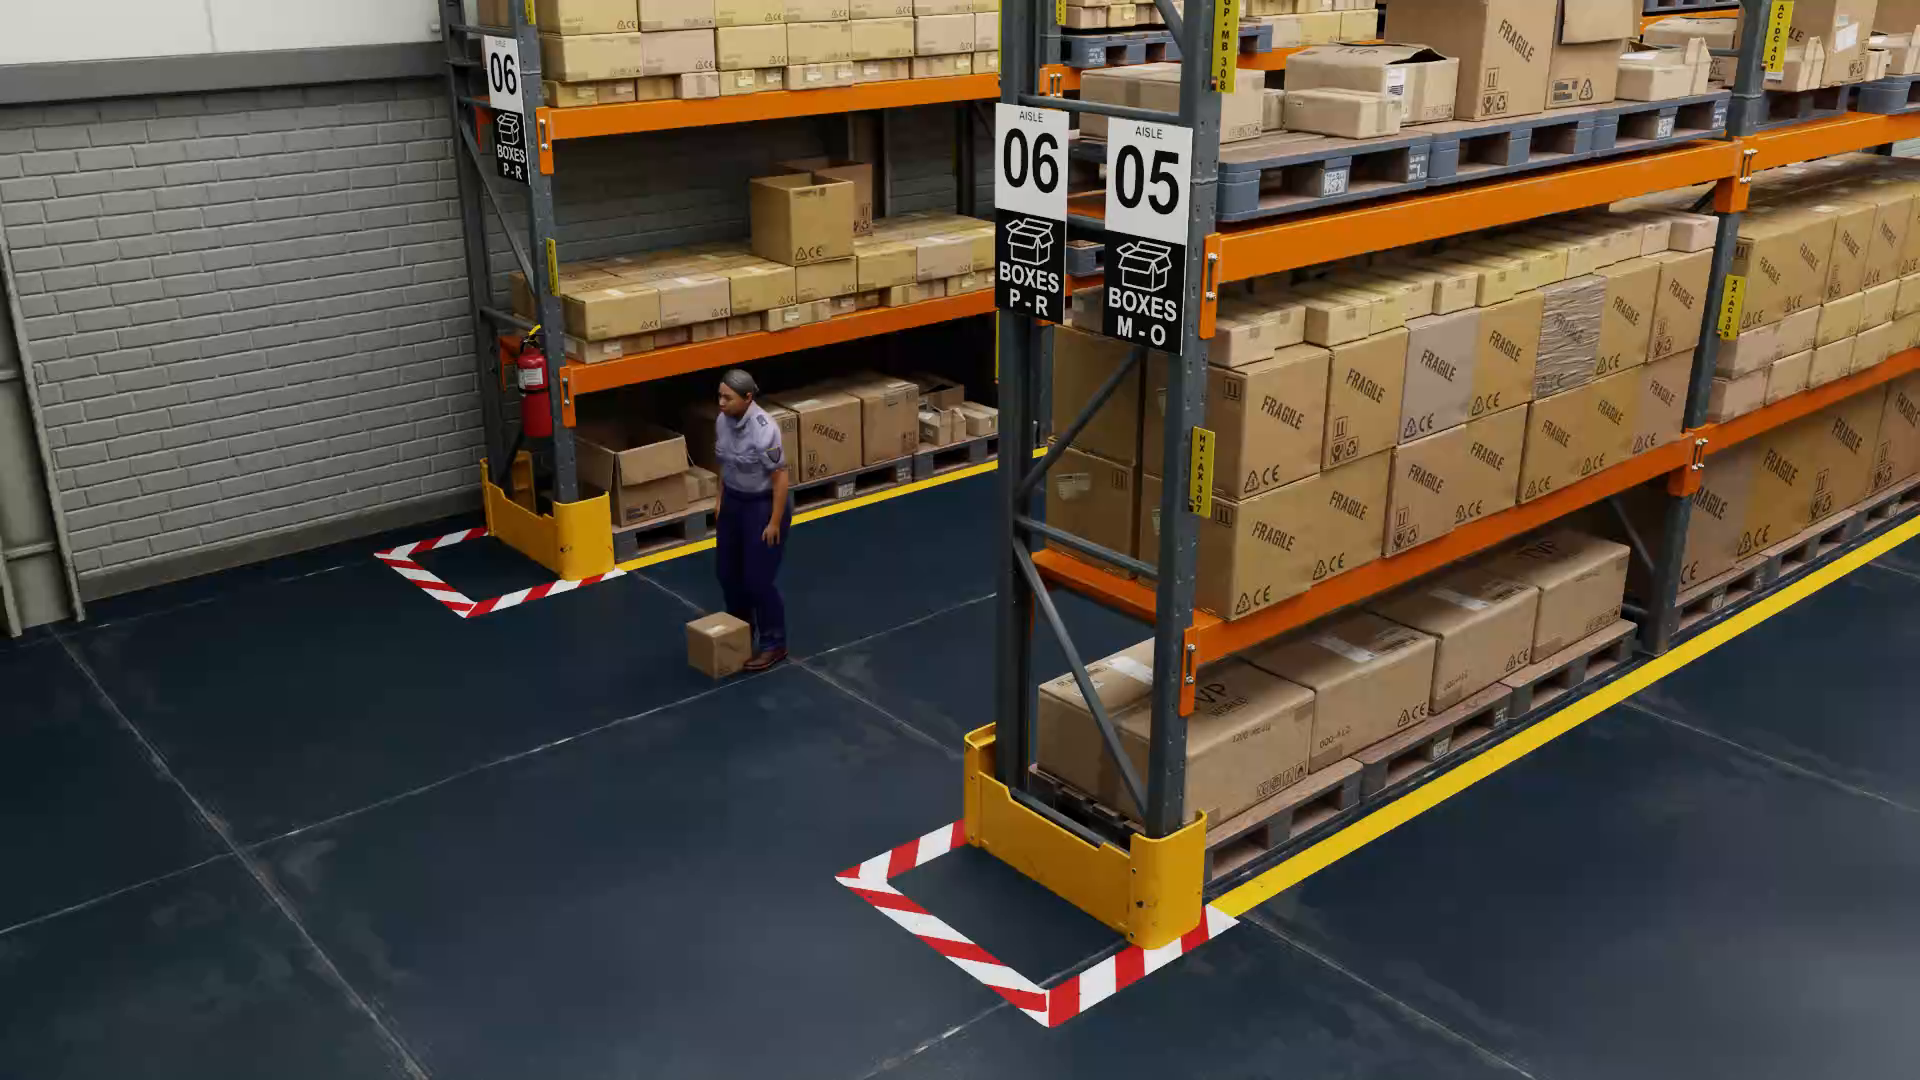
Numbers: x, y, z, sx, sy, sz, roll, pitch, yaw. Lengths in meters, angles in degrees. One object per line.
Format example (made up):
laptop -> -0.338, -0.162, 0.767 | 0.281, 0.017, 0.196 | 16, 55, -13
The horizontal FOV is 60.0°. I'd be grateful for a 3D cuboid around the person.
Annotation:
person -> -1.138, -0.137, 8.955 | 0.370, 1.647, 0.555 | -19, 28, -40
